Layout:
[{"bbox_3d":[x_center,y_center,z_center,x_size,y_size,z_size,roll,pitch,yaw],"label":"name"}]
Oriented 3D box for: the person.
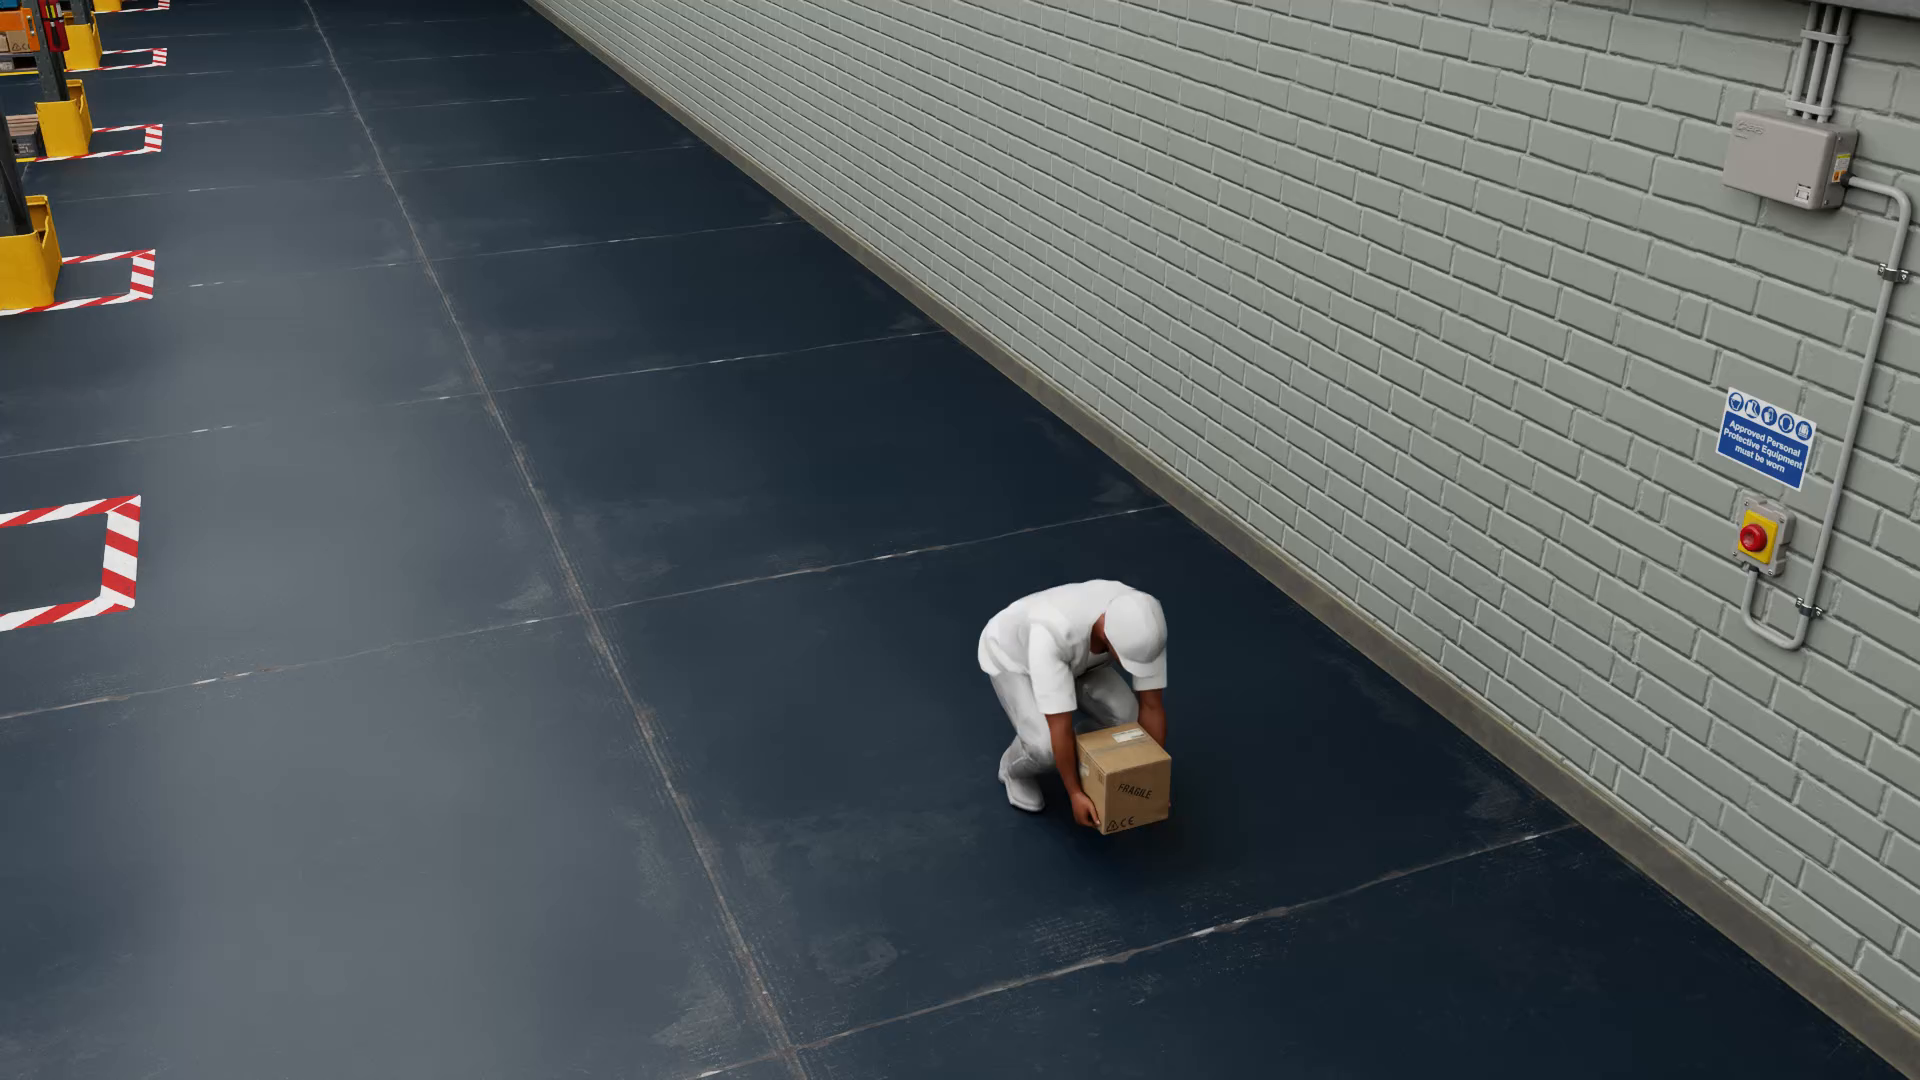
[{"bbox_3d":[0.431,0.509,5.909,0.540,1.011,0.872,-11,28,-22],"label":"person"}]
